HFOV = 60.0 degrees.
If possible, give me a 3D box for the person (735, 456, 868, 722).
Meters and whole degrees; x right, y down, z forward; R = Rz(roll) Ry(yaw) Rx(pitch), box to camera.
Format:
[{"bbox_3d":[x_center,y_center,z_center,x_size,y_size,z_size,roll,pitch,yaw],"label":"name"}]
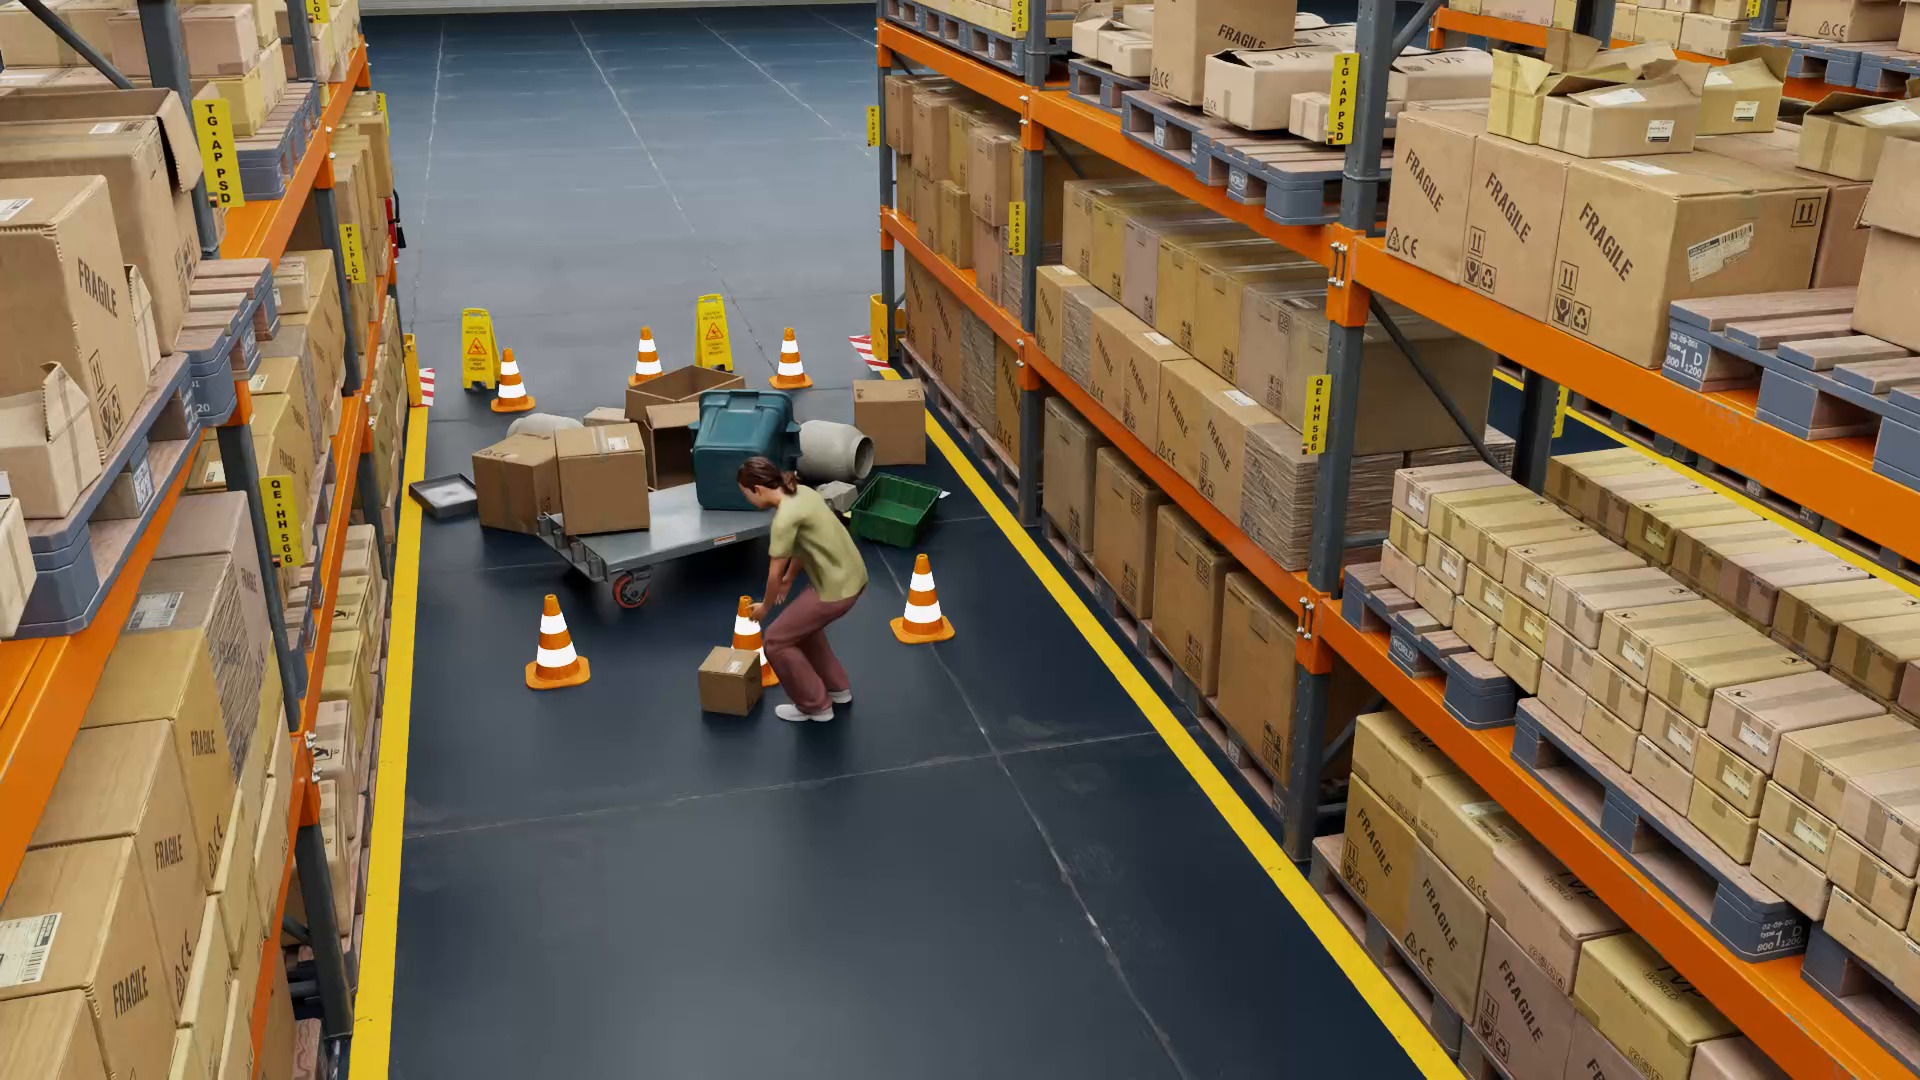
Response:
[{"bbox_3d":[-0.795,0.250,8.383,0.634,1.390,0.510,5,24,13],"label":"person"}]
